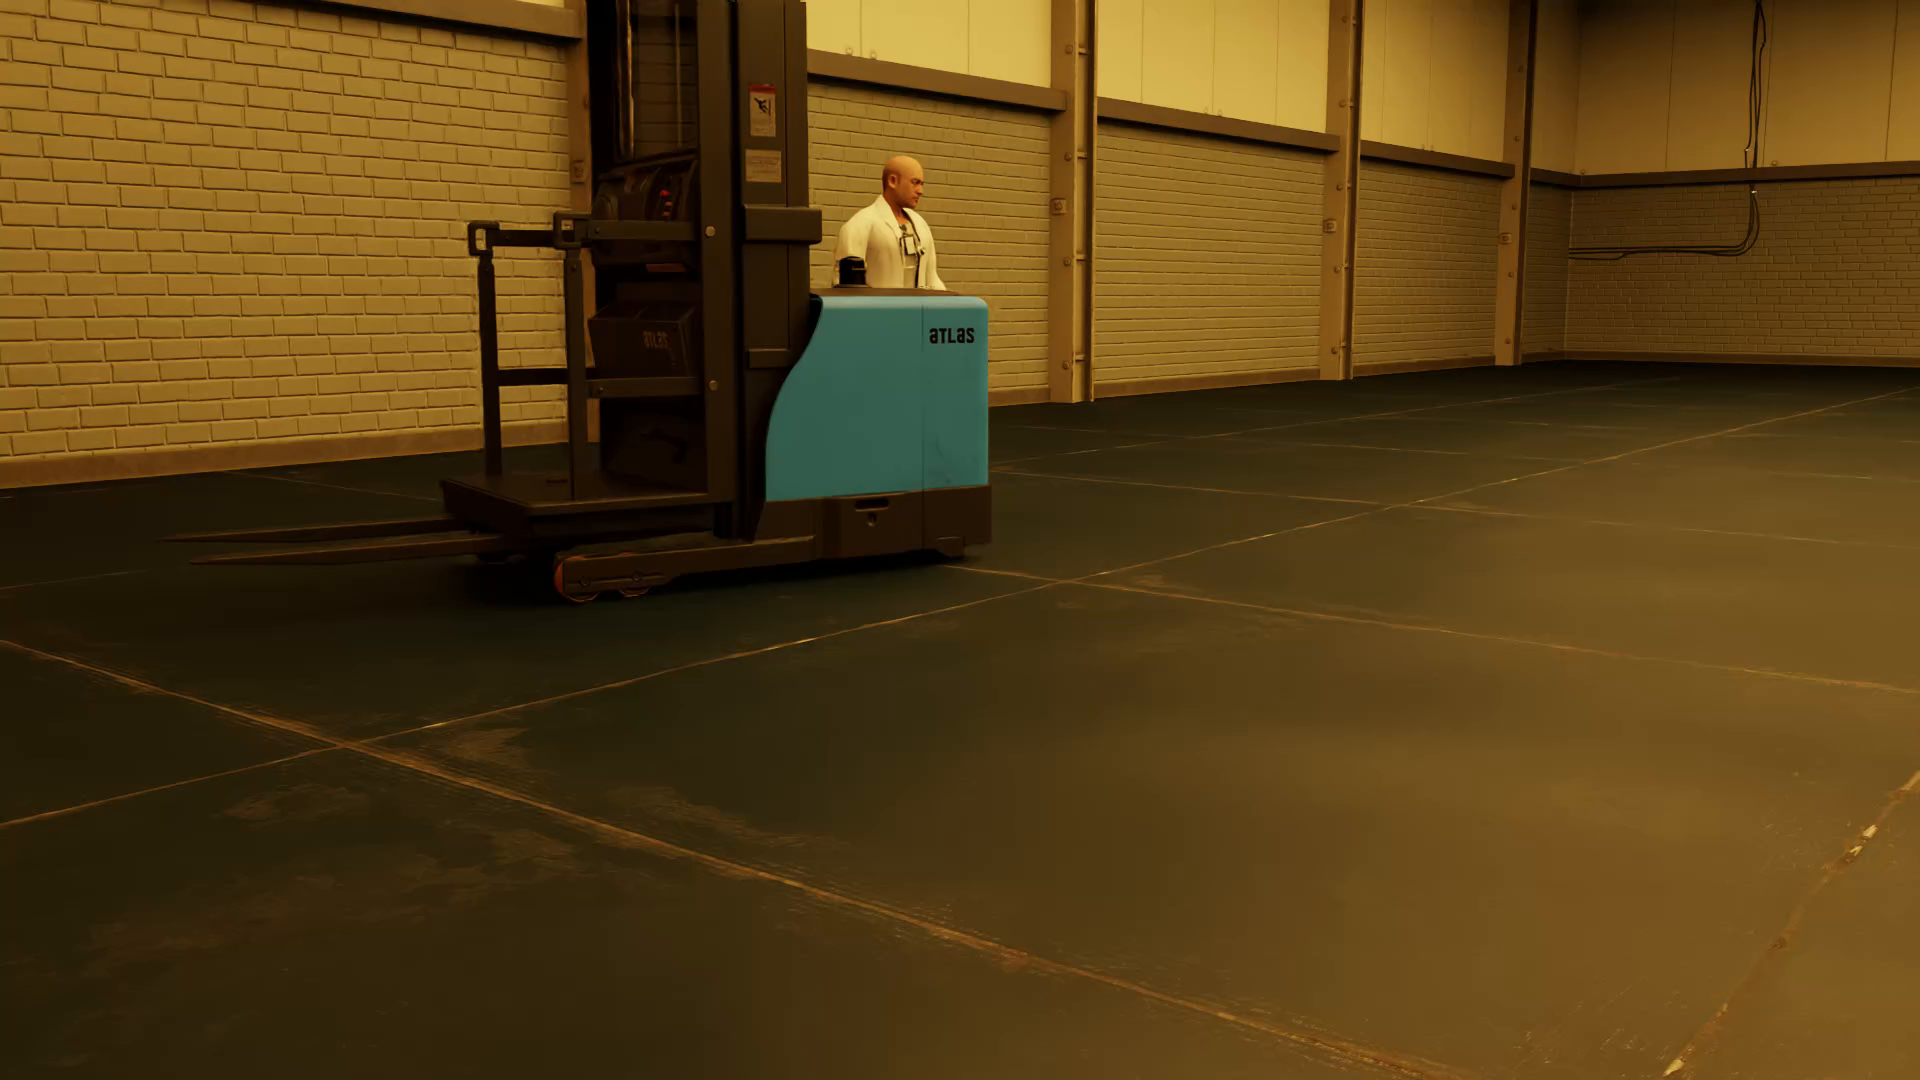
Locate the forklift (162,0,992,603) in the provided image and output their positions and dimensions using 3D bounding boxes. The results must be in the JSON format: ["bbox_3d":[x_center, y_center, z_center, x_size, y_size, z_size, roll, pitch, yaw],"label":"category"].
[{"bbox_3d":[-1.386,-1.315,6.269,3.031,2.935,1.130,-5,10,-32],"label":"forklift"}]

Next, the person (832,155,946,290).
[{"bbox_3d":[-0.295,-1.005,8.226,0.459,1.753,0.817,7,11,38],"label":"person"}]
